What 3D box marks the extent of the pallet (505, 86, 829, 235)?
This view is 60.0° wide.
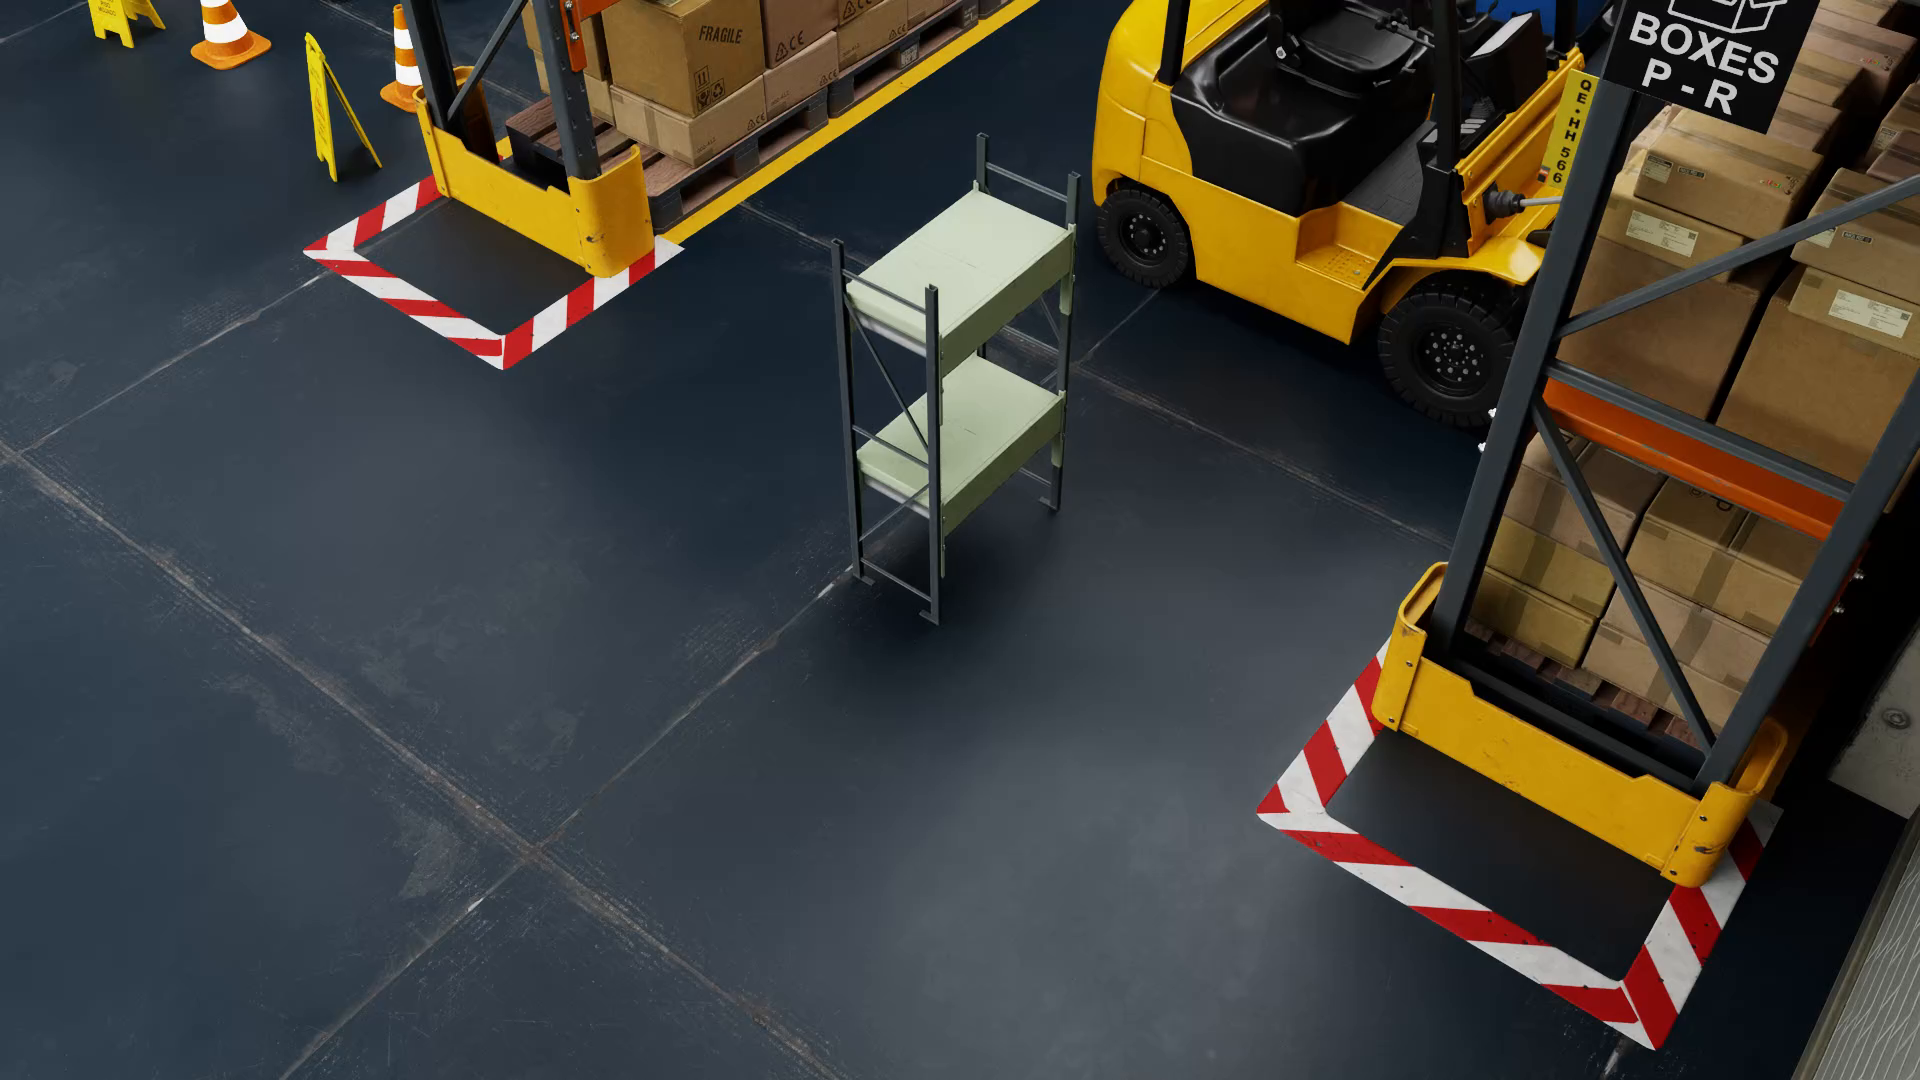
[{"bbox_3d":[-1.396,-2.019,8.033,1.003,0.211,1.213,29,53,25],"label":"pallet"}]

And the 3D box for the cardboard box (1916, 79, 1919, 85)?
[{"bbox_3d":[2.838,-1.183,4.583,0.380,0.149,0.250,29,53,25],"label":"cardboard box"}]

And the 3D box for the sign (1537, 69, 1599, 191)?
[{"bbox_3d":[1.543,-1.027,4.192,0.100,0.325,0.005,29,53,25],"label":"sign"}]

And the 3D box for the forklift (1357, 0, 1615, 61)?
[{"bbox_3d":[2.043,-4.147,8.185,3.031,2.935,1.130,25,51,22],"label":"forklift"}]

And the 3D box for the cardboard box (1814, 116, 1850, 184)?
[{"bbox_3d":[2.294,-1.159,4.765,0.380,0.149,0.250,30,53,26],"label":"cardboard box"}]

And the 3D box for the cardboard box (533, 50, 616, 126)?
[{"bbox_3d":[-1.671,-2.280,7.965,0.500,0.250,0.500,29,53,25],"label":"cardboard box"}]

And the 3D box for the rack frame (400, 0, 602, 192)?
[{"bbox_3d":[-1.967,-2.489,6.554,1.000,3.000,0.127,29,53,25],"label":"rack frame"}]

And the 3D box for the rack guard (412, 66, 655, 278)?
[{"bbox_3d":[-1.920,-1.669,7.499,1.175,0.500,0.348,29,53,25],"label":"rack guard"}]

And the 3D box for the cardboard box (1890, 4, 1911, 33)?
[{"bbox_3d":[2.719,-1.623,5.208,0.380,0.149,0.250,30,53,25],"label":"cardboard box"}]

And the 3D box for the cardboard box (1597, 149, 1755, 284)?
[{"bbox_3d":[1.954,-0.878,4.497,0.380,0.149,0.250,30,53,25],"label":"cardboard box"}]

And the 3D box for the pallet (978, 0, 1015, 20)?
[{"bbox_3d":[0.096,-3.415,9.366,1.003,0.211,1.213,29,53,25],"label":"pallet"}]

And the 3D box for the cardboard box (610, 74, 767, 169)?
[{"bbox_3d":[-1.255,-2.024,7.720,0.500,0.250,0.500,29,53,25],"label":"cardboard box"}]

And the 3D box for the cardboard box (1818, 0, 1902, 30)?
[{"bbox_3d":[2.563,-1.581,4.962,0.380,0.149,0.250,30,53,26],"label":"cardboard box"}]

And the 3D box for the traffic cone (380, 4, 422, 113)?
[{"bbox_3d":[-2.725,-2.429,8.251,0.336,0.463,0.334,29,53,25],"label":"traffic cone"}]

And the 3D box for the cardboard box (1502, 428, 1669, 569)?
[{"bbox_3d":[1.998,-0.239,5.324,0.500,0.250,0.500,31,54,26],"label":"cardboard box"}]

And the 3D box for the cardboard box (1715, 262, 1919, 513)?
[{"bbox_3d":[2.486,-0.492,4.577,0.500,0.500,0.500,31,54,26],"label":"cardboard box"}]

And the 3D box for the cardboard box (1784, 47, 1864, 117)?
[{"bbox_3d":[2.280,-1.273,4.668,0.380,0.149,0.250,30,53,26],"label":"cardboard box"}]

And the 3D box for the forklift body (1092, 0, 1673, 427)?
[{"bbox_3d":[1.679,-1.896,6.573,2.313,2.155,1.214,29,53,25],"label":"forklift body"}]

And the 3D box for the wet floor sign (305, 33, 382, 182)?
[{"bbox_3d":[-2.930,-2.041,7.753,0.232,0.644,0.267,-25,51,-22],"label":"wet floor sign"}]

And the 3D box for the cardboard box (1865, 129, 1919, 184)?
[{"bbox_3d":[2.550,-0.881,4.293,0.380,0.149,0.250,31,54,26],"label":"cardboard box"}]

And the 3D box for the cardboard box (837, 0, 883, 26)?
[{"bbox_3d":[-0.611,-2.881,8.021,0.500,0.500,0.500,30,53,26],"label":"cardboard box"}]

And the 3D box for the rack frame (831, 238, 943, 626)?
[{"bbox_3d":[-0.228,-0.305,5.504,0.400,1.500,0.023,29,53,25],"label":"rack frame"}]

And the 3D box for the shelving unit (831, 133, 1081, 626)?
[{"bbox_3d":[-0.004,-0.514,5.704,0.431,1.500,0.755,29,53,25],"label":"shelving unit"}]

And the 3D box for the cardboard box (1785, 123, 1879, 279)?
[{"bbox_3d":[2.381,-1.022,5.083,0.500,0.500,0.500,31,54,26],"label":"cardboard box"}]

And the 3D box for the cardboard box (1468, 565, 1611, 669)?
[{"bbox_3d":[2.001,0.099,5.692,0.500,0.250,0.500,30,53,25],"label":"cardboard box"}]

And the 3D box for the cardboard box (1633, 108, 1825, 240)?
[{"bbox_3d":[2.016,-0.957,4.366,0.380,0.149,0.250,29,53,25],"label":"cardboard box"}]

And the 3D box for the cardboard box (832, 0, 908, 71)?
[{"bbox_3d":[-0.613,-2.631,8.300,0.500,0.250,0.500,33,54,27],"label":"cardboard box"}]

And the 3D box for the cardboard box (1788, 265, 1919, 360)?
[{"bbox_3d":[2.376,-0.635,4.265,0.380,0.149,0.250,28,52,24],"label":"cardboard box"}]

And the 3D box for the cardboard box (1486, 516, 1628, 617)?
[{"bbox_3d":[2.014,-0.082,5.519,0.500,0.250,0.500,29,53,25],"label":"cardboard box"}]

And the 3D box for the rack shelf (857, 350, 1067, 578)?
[{"bbox_3d":[-0.004,-0.289,5.940,0.431,0.370,0.720,29,53,25],"label":"rack shelf"}]

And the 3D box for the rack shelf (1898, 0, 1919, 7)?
[{"bbox_3d":[3.186,-2.229,4.728,1.077,0.370,4.000,29,53,25],"label":"rack shelf"}]

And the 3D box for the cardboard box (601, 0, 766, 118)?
[{"bbox_3d":[-1.241,-2.297,7.462,0.500,0.500,0.500,28,52,24],"label":"cardboard box"}]
